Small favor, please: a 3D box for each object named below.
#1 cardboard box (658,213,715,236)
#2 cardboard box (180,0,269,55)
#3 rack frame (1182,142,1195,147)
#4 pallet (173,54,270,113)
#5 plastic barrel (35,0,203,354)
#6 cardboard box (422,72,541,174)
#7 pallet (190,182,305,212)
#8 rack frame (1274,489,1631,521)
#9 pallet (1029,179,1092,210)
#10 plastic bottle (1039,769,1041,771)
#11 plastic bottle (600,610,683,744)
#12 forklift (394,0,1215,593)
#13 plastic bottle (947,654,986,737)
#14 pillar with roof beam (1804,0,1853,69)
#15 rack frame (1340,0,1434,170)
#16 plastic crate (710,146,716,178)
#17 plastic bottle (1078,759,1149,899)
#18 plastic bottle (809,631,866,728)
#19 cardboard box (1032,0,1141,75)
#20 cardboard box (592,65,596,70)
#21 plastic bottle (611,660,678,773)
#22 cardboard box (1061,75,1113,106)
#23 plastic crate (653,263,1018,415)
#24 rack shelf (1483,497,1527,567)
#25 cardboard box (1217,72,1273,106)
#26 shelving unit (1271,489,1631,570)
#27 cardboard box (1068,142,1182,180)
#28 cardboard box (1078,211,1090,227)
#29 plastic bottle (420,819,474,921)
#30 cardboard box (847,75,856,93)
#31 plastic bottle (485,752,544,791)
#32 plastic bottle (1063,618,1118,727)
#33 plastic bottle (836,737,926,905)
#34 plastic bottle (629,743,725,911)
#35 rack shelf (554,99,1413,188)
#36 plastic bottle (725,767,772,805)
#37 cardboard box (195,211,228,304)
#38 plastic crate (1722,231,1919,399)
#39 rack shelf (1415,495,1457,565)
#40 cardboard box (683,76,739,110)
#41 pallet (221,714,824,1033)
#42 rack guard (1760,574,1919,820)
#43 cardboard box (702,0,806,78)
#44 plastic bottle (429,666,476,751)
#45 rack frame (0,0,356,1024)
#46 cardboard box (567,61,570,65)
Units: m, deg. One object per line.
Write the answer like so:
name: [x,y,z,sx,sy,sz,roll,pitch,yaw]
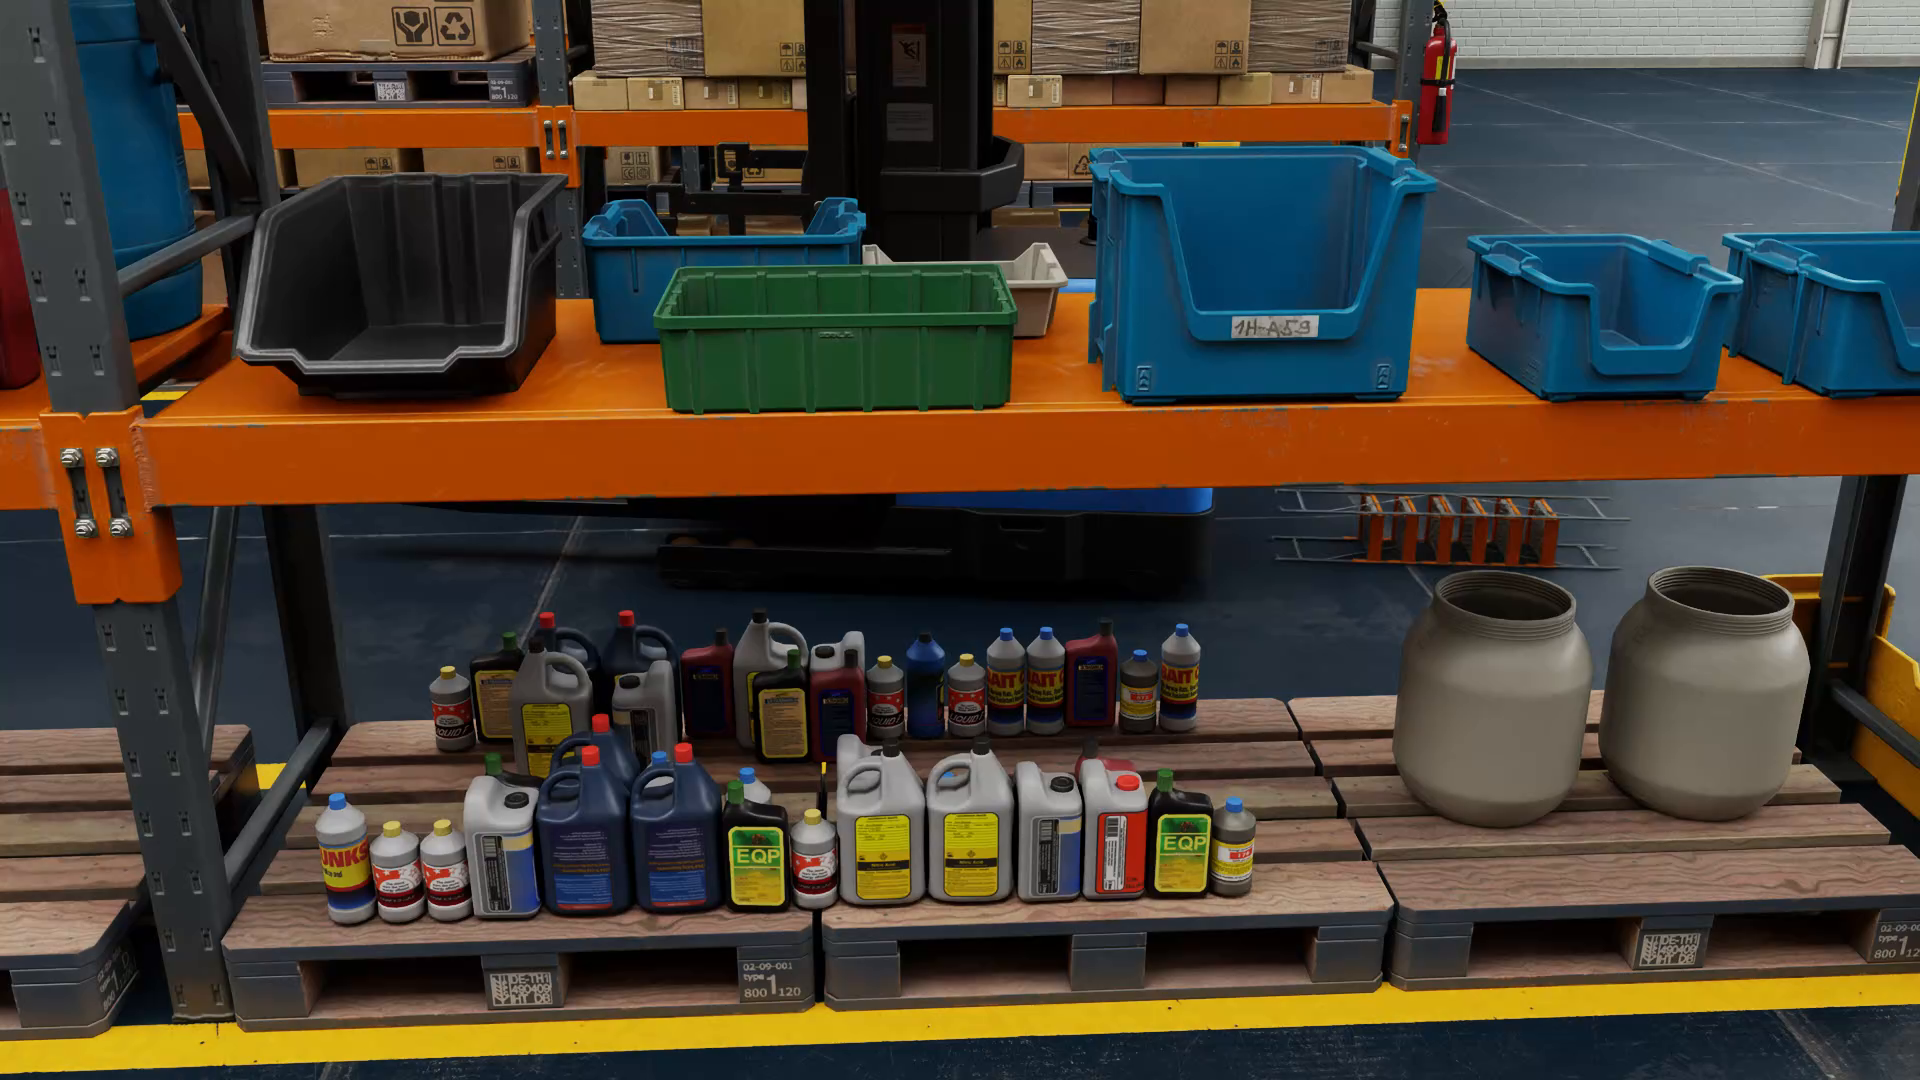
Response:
cardboard box: [-1.489,-1.353,8.382,0.500,0.500,0.500,-2,21,-5]
cardboard box: [-3.616,-2.508,7.756,0.637,0.503,0.797,1,21,2]
rack frame: [1.921,-4.176,12.874,0.127,3.000,1.000,-1,21,-3]
pallet: [-3.910,-2.215,7.992,1.213,0.211,1.003,-1,21,-3]
plastic barrel: [-2.011,-0.906,3.579,0.708,0.901,0.600,-1,21,-3]
cardboard box: [-3.651,-3.177,12.822,0.750,0.750,1.050,-1,21,-3]
pallet: [-5.275,-2.700,12.916,1.213,0.211,1.003,-1,21,-3]
rack frame: [1.738,-0.126,5.923,1.200,0.006,0.240,2,21,4]
pallet: [1.127,-2.829,13.255,1.213,0.211,1.003,-1,21,-3]
plastic bottle: [0.160,0.597,3.653,0.097,0.201,0.097,0,21,0]
plastic bottle: [-0.790,0.341,4.113,0.185,0.351,0.144,-2,21,-6]
forklift: [-0.621,-1.389,5.651,3.031,2.935,1.130,2,21,5]
plastic bottle: [0.017,0.386,4.205,0.097,0.201,0.097,0,21,0]
pillar with roof beam: [12.730,-9.520,18.479,0.400,9.000,9.100,-1,21,-3]
rack frame: [2.103,-2.412,8.241,0.127,3.000,1.000,-1,21,-3]
plastic crate: [-1.974,-3.277,14.383,0.662,0.188,0.450,10,33,25]
plastic bottle: [0.324,0.603,3.531,0.135,0.276,0.152,-1,21,-3]
plastic bottle: [-0.305,0.368,4.149,0.135,0.276,0.152,-1,21,-2]
cardboard box: [0.558,-2.549,8.042,0.500,0.500,0.875,-1,21,-3]
cardboard box: [-1.693,-2.322,8.358,0.250,0.149,0.380,-1,21,-3]
plastic bottle: [-0.756,0.428,3.990,0.135,0.276,0.152,-1,21,-3]
cardboard box: [0.583,-2.185,7.996,0.250,0.149,0.380,-1,21,-3]
plastic crate: [-0.237,-0.400,3.253,0.662,0.188,0.450,-1,21,-3]
rack shelf: [1.933,-0.035,5.941,0.103,0.180,0.258,2,21,4]
cardboard box: [1.334,-2.188,8.004,0.250,0.149,0.380,-1,21,-3]
shelving unit: [1.738,-0.041,5.955,1.200,0.189,0.258,2,21,4]
cardboard box: [1.247,-3.342,13.080,0.875,0.875,0.875,-1,21,-3]
cardboard box: [0.884,-1.409,8.530,0.500,0.500,0.500,4,21,11]
plastic bottle: [-1.062,0.676,3.445,0.097,0.201,0.097,0,21,0]
cardboard box: [-0.412,-2.145,7.893,0.250,0.149,0.380,-1,21,-3]
plastic bottle: [-0.950,0.587,3.562,0.133,0.283,0.061,-1,21,-3]
plastic bottle: [0.331,0.335,4.224,0.133,0.283,0.061,-1,21,-2]
plastic bottle: [-0.165,0.579,3.488,0.185,0.351,0.144,-1,21,-3]
plastic bottle: [-0.590,0.588,3.466,0.185,0.351,0.144,-2,21,-5]
rack shelf: [0.106,-2.035,8.263,4.000,0.370,1.077,-1,21,-3]
plastic bottle: [-0.445,0.609,3.522,0.097,0.271,0.097,0,21,0]
cardboard box: [-3.541,-1.349,8.344,0.500,0.500,0.700,-3,21,-8]
plastic crate: [1.903,-0.467,3.340,0.616,0.251,0.499,-1,21,-3]
rack shelf: [1.693,-0.042,5.959,0.103,0.180,0.258,2,21,4]
cardboard box: [-1.160,-2.127,7.844,0.250,0.149,0.380,-1,21,-3]
pallet: [-0.935,0.733,3.900,1.213,0.211,1.003,-1,21,-3]
rack guard: [2.312,0.534,4.017,0.348,0.500,1.175,-1,21,-3]
cardboard box: [-0.937,-2.502,7.917,0.500,0.500,0.875,-1,21,-3]
plastic bottle: [-1.263,0.413,4.136,0.097,0.201,0.097,0,21,0]
rack frame: [-1.608,-0.572,3.407,0.127,3.000,1.000,-1,21,-3]
cardboard box: [-5.461,-6.644,22.102,0.625,0.625,0.875,0,21,-1]
